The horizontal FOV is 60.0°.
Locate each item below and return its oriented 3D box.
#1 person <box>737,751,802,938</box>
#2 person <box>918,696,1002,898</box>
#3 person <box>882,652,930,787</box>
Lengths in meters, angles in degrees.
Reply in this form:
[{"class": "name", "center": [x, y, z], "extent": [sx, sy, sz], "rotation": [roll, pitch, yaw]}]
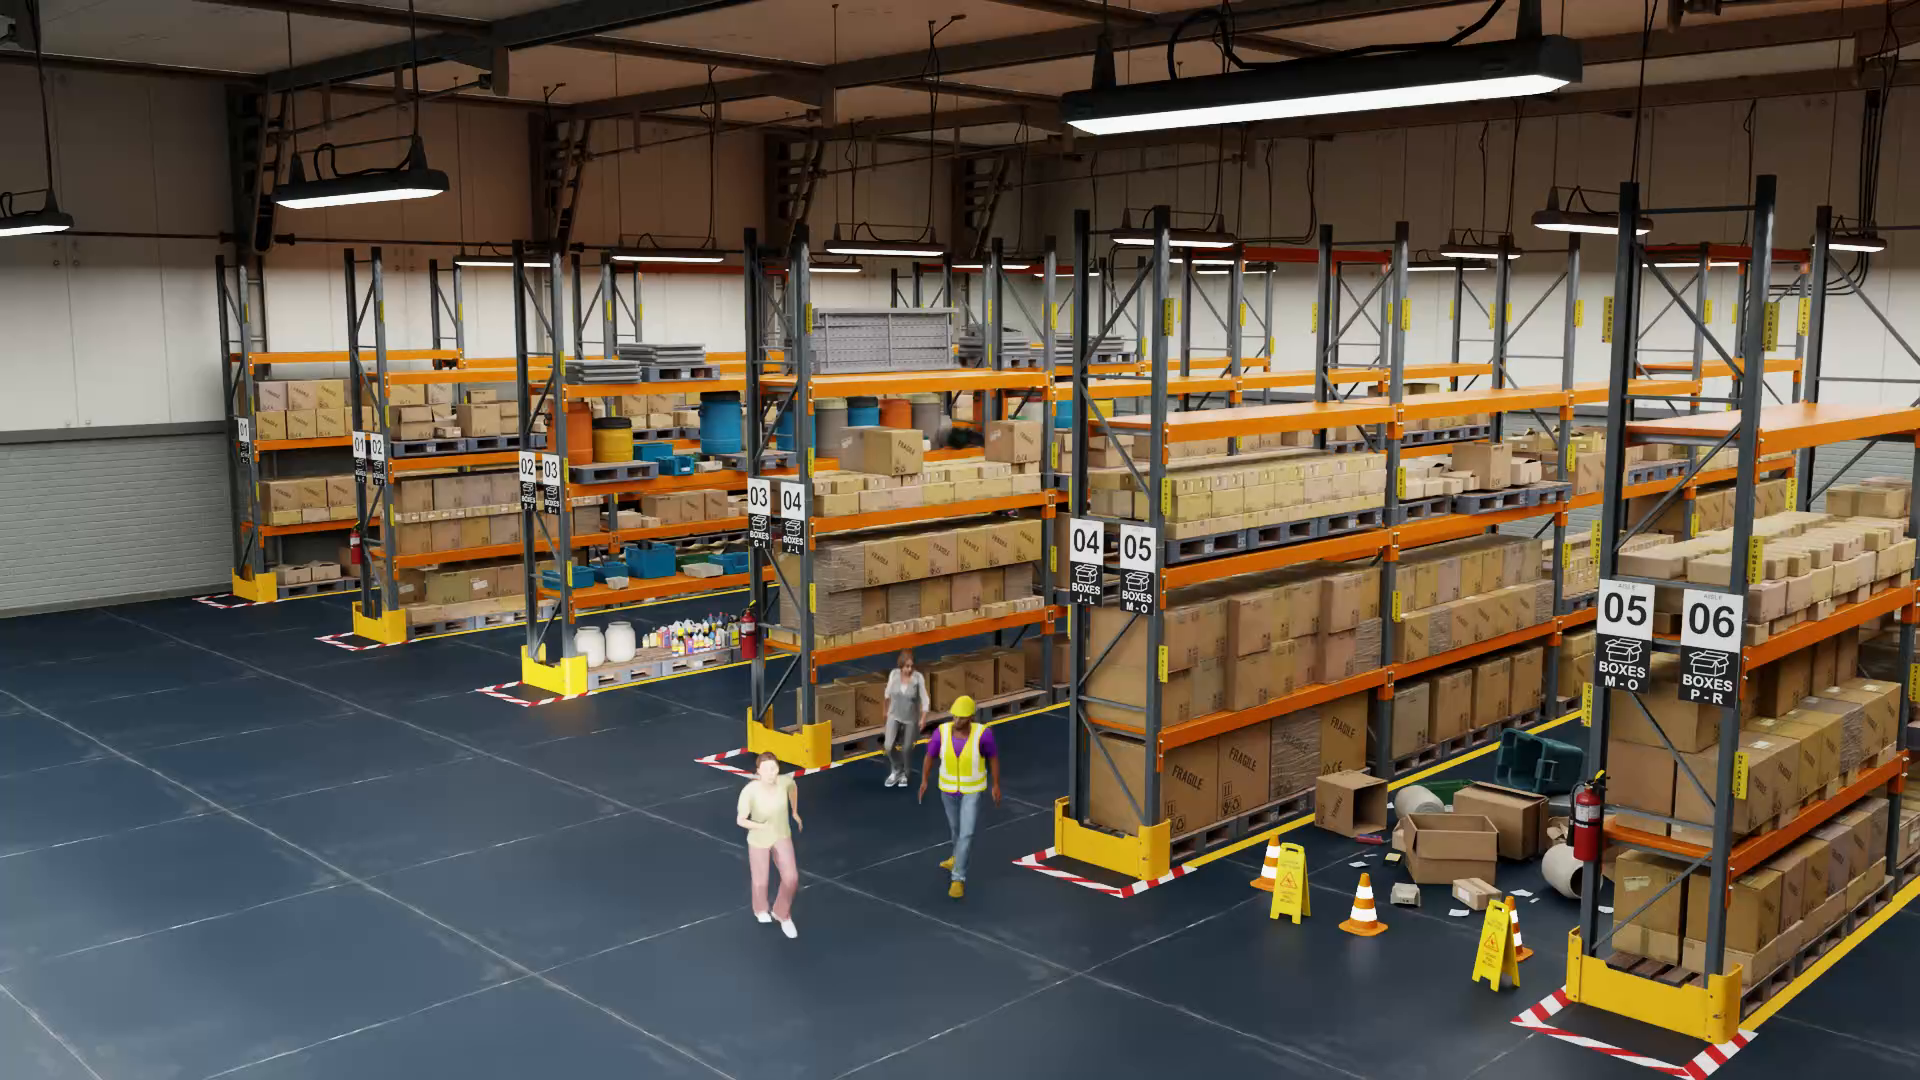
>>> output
[{"class": "person", "center": [-1.550, 2.465, 13.574], "extent": [0.575, 1.592, 0.910], "rotation": [-2, 8, -16]}, {"class": "person", "center": [0.003, 2.197, 14.708], "extent": [0.717, 1.710, 0.950], "rotation": [2, 8, 14]}, {"class": "person", "center": [-0.578, 1.910, 17.633], "extent": [0.528, 1.539, 0.694], "rotation": [0, 8, 2]}]
